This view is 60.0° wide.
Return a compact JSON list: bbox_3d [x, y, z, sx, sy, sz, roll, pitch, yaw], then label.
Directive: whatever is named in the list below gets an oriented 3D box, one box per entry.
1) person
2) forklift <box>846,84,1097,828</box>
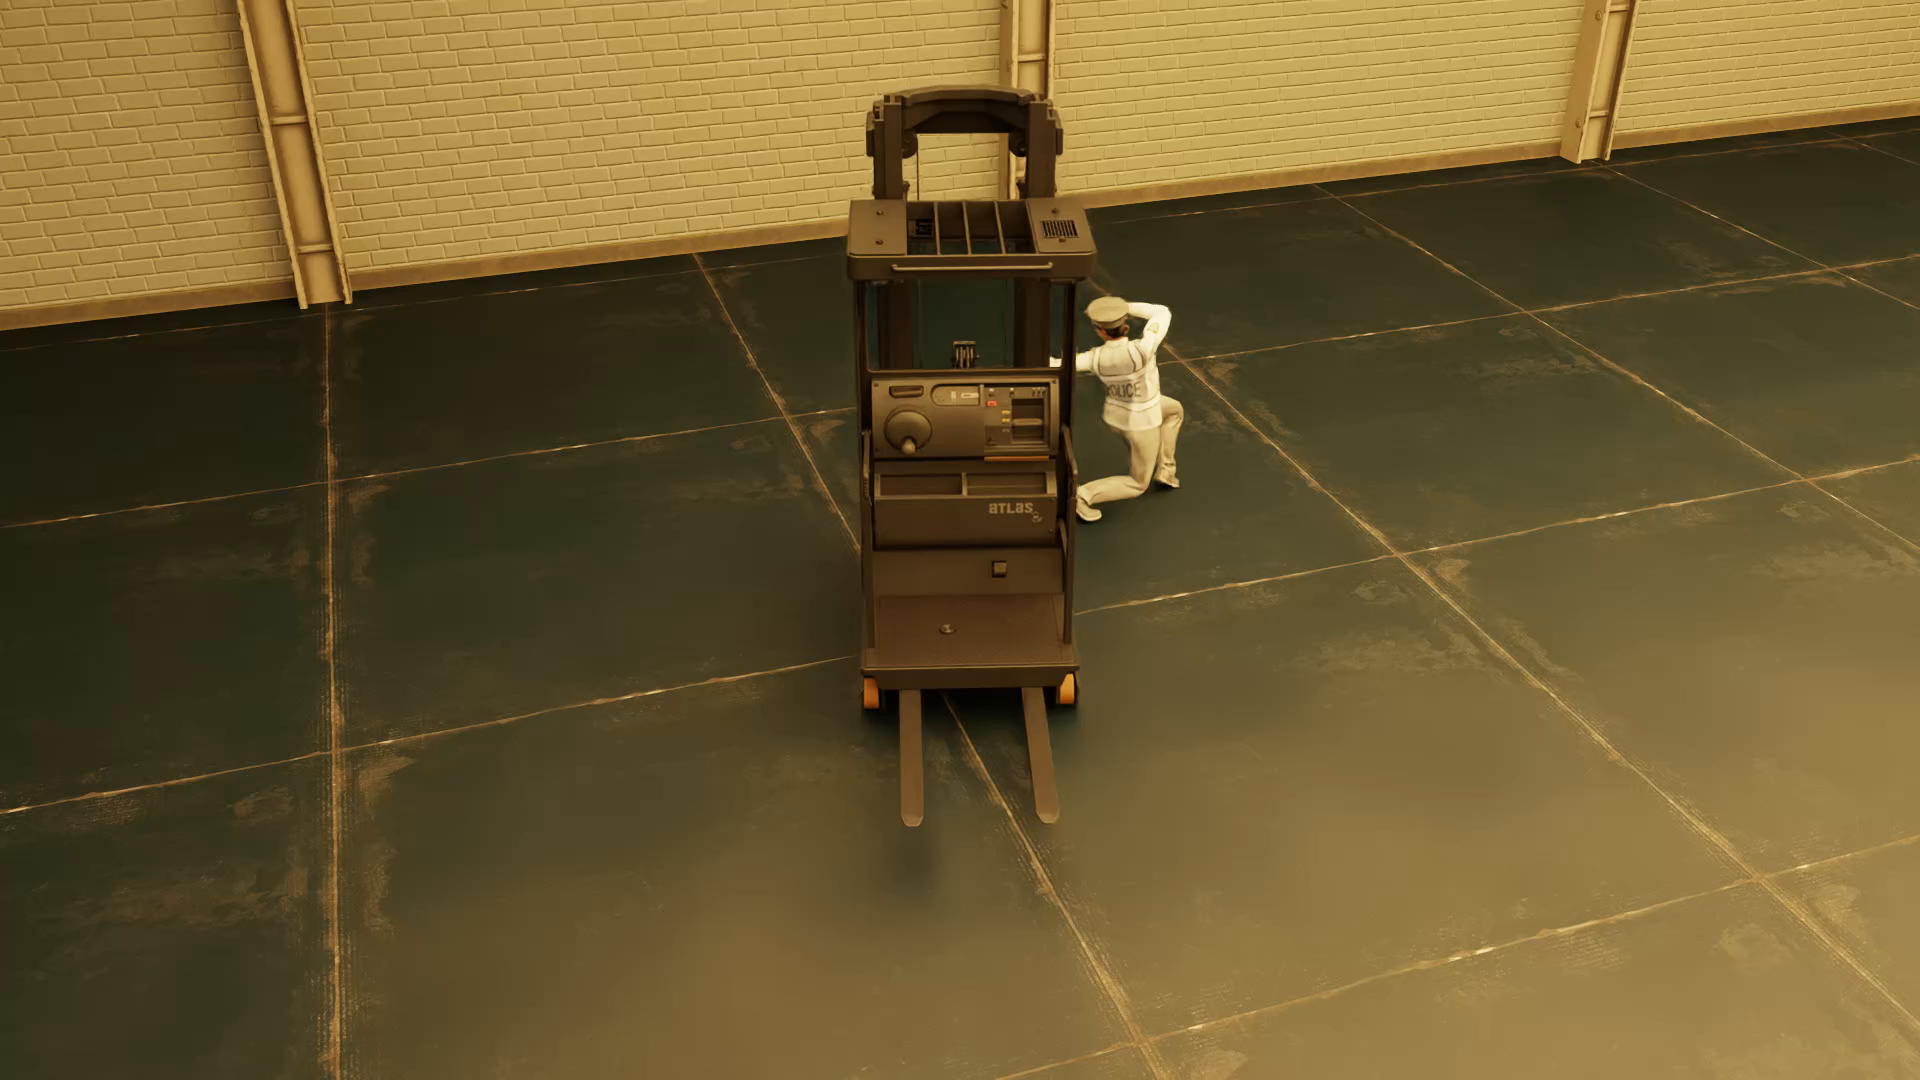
[{"bbox_3d":[0.893,-0.895,10.199,0.926,1.374,0.893,-23,37,-34],"label":"person"},{"bbox_3d":[0.037,-0.567,8.073,1.130,2.935,3.031,-1,30,-2],"label":"forklift"}]
